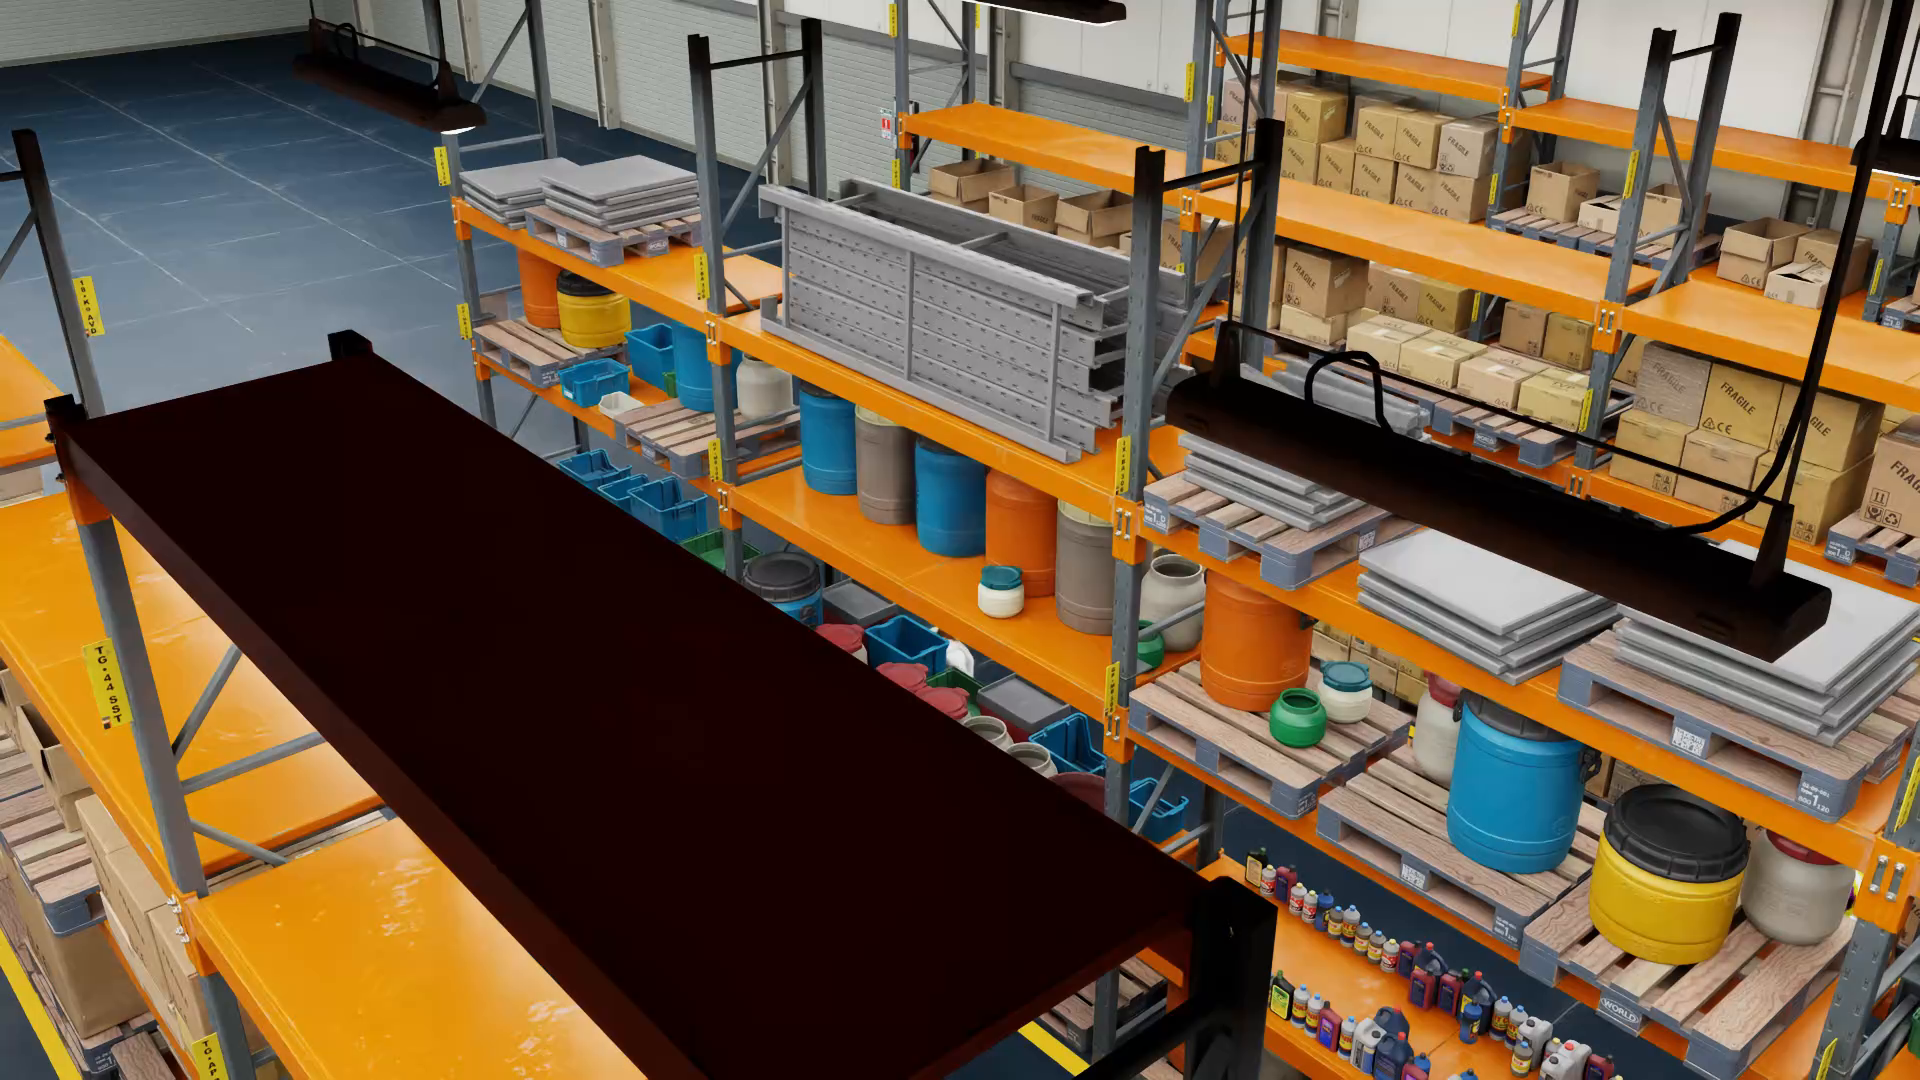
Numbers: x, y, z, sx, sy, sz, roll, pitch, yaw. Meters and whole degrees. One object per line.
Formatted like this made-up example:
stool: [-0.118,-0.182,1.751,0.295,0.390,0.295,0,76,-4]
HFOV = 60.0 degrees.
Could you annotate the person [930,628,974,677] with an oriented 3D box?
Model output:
person: [0.038,1.225,13.187,1.013,1.686,0.592,-8,28,-16]

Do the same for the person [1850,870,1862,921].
person: [5.626,2.701,10.627,0.487,1.499,0.497,-1,27,-2]
